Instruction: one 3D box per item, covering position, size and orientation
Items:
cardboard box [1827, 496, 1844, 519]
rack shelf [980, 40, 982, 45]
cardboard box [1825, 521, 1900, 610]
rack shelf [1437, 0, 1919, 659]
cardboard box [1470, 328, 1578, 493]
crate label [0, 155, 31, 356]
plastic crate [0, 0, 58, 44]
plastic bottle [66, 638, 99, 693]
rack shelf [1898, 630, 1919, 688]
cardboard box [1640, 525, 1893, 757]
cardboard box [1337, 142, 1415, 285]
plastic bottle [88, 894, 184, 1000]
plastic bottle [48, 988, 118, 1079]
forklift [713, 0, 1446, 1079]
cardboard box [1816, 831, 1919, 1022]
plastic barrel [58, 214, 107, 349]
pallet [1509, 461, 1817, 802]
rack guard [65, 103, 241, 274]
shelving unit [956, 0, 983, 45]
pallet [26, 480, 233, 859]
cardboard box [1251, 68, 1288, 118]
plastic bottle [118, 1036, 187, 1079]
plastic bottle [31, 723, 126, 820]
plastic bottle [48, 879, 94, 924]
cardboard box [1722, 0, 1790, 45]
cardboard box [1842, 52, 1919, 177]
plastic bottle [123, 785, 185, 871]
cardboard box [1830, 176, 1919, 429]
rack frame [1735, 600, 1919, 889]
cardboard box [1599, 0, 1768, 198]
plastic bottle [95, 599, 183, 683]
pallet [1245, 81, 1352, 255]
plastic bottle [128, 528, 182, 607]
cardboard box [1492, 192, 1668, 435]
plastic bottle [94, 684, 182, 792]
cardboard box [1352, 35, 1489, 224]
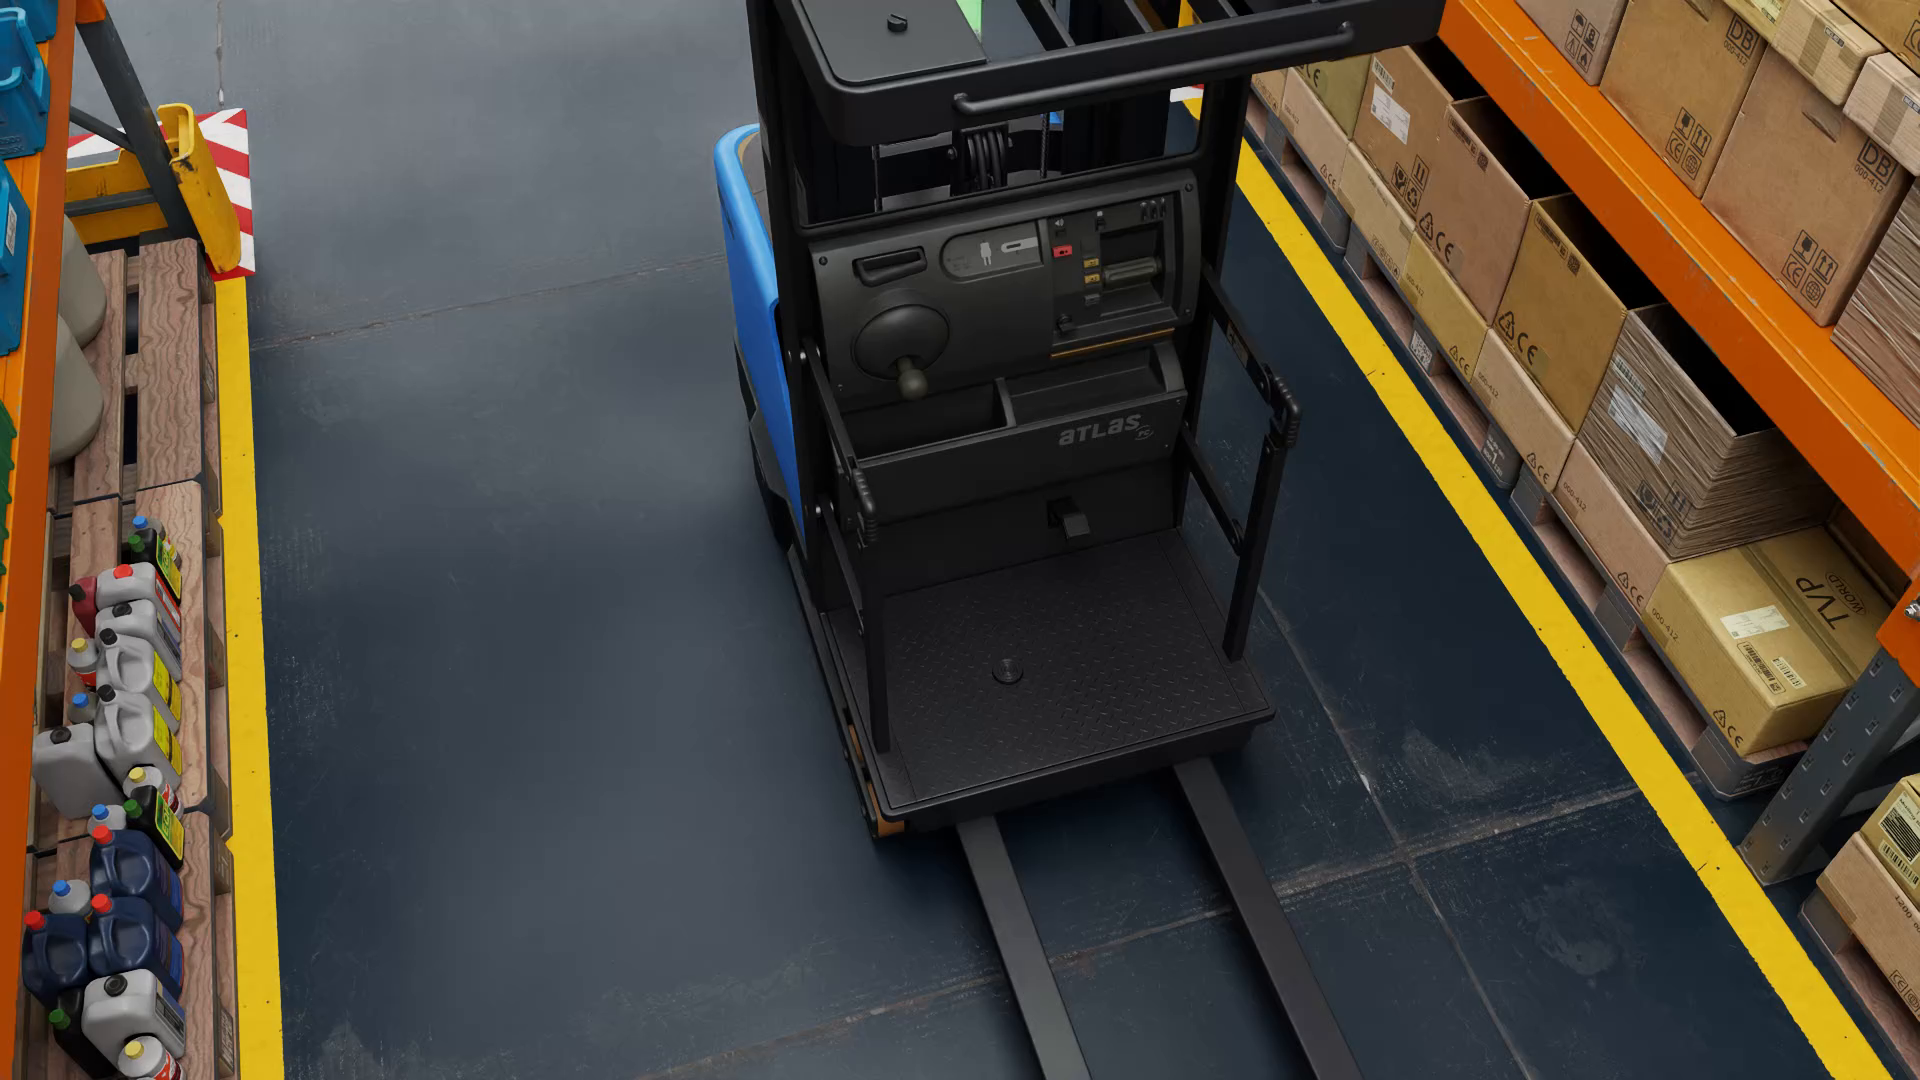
[{"bbox_3d":[2.617,-0.454,4.704,0.500,0.500,0.500,-13,51,-11],"label":"cardboard box"},{"bbox_3d":[-0.056,-1.439,5.448,0.258,0.148,0.480,1,50,1],"label":"rack shelf"},{"bbox_3d":[2.762,0.153,4.682,0.500,0.250,0.500,-13,51,-11],"label":"cardboard box"},{"bbox_3d":[2.018,-1.419,4.955,1.077,0.370,4.000,-13,51,-11],"label":"rack shelf"},{"bbox_3d":[1.964,-0.458,5.198,0.500,0.250,0.500,-13,51,-11],"label":"cardboard box"},{"bbox_3d":[-2.503,-0.723,3.874,0.502,0.435,0.616,-13,51,-11],"label":"crate label"},{"bbox_3d":[-2.872,-1.649,4.775,0.499,0.251,0.616,-13,51,-11],"label":"plastic crate"},{"bbox_3d":[-2.368,0.341,4.543,0.097,0.201,0.097,0,50,0],"label":"plastic bottle"},{"bbox_3d":[3.201,1.502,2.492,1.077,0.370,4.000,-13,51,-11],"label":"rack shelf"},{"bbox_3d":[2.264,0.271,4.583,0.500,0.250,0.500,-13,51,-11],"label":"cardboard box"},{"bbox_3d":[1.672,-1.189,5.814,0.500,0.250,0.500,-13,51,-11],"label":"cardboard box"},{"bbox_3d":[-1.965,0.956,3.927,0.144,0.351,0.185,-12,51,-10],"label":"plastic bottle"},{"bbox_3d":[-2.022,1.123,3.830,0.061,0.283,0.133,-13,51,-11],"label":"plastic bottle"},{"bbox_3d":[0.187,-0.485,3.742,1.130,2.935,3.031,-13,51,-11],"label":"forklift"},{"bbox_3d":[2.493,0.911,4.044,0.500,0.250,0.500,-14,51,-12],"label":"cardboard box"},{"bbox_3d":[-3.038,-0.864,5.369,0.421,0.512,0.421,0,50,0],"label":"plastic barrel"},{"bbox_3d":[2.415,0.118,5.012,1.003,0.211,1.213,-13,51,-11],"label":"pallet"},{"bbox_3d":[-3.238,-1.144,5.887,1.175,0.500,0.348,-13,51,-11],"label":"rack guard"},{"bbox_3d":[-0.056,-1.325,5.582,0.258,1.200,0.503,1,50,1],"label":"shelving unit"},{"bbox_3d":[-2.646,0.433,4.747,1.003,0.211,1.213,-13,51,-11],"label":"pallet"},{"bbox_3d":[1.373,-1.919,6.429,0.500,0.250,0.500,-13,51,-11],"label":"cardboard box"},{"bbox_3d":[-1.859,1.207,3.813,0.097,0.201,0.097,0,50,0],"label":"plastic bottle"},{"bbox_3d":[-2.281,0.583,4.290,0.152,0.276,0.135,-13,51,-11],"label":"plastic bottle"},{"bbox_3d":[-2.123,0.903,4.024,0.097,0.271,0.097,0,50,0],"label":"plastic bottle"},{"bbox_3d":[2.026,-1.325,3.916,0.380,0.149,0.250,-14,51,-11],"label":"cardboard box"},{"bbox_3d":[2.174,-0.953,3.602,0.380,0.149,0.250,-15,51,-12],"label":"cardboard box"},{"bbox_3d":[-2.030,0.710,4.179,0.061,0.283,0.133,-11,51,-9],"label":"plastic bottle"},{"bbox_3d":[2.473,-0.545,3.682,0.700,0.500,0.500,-15,51,-12],"label":"cardboard box"},{"bbox_3d":[2.610,-0.190,3.448,1.000,3.000,0.127,-13,51,-11],"label":"rack frame"},{"bbox_3d":[2.166,-1.296,4.315,0.700,0.500,0.500,-13,51,-10],"label":"cardboard box"},{"bbox_3d":[-2.255,0.276,4.550,0.152,0.276,0.135,-15,51,-12],"label":"plastic bottle"},{"bbox_3d":[1.693,-1.664,6.514,1.003,0.211,1.213,-13,51,-11],"label":"pallet"},{"bbox_3d":[-2.292,0.063,4.724,0.061,0.283,0.133,-12,51,-10],"label":"plastic bottle"},{"bbox_3d":[1.976,-0.702,4.914,0.500,0.500,0.500,-13,51,-11],"label":"cardboard box"},{"bbox_3d":[-2.147,0.507,4.305,0.144,0.351,0.185,-14,51,-11],"label":"plastic bottle"},{"bbox_3d":[1.683,-1.433,5.530,0.500,0.500,0.500,-13,51,-11],"label":"cardboard box"}]
